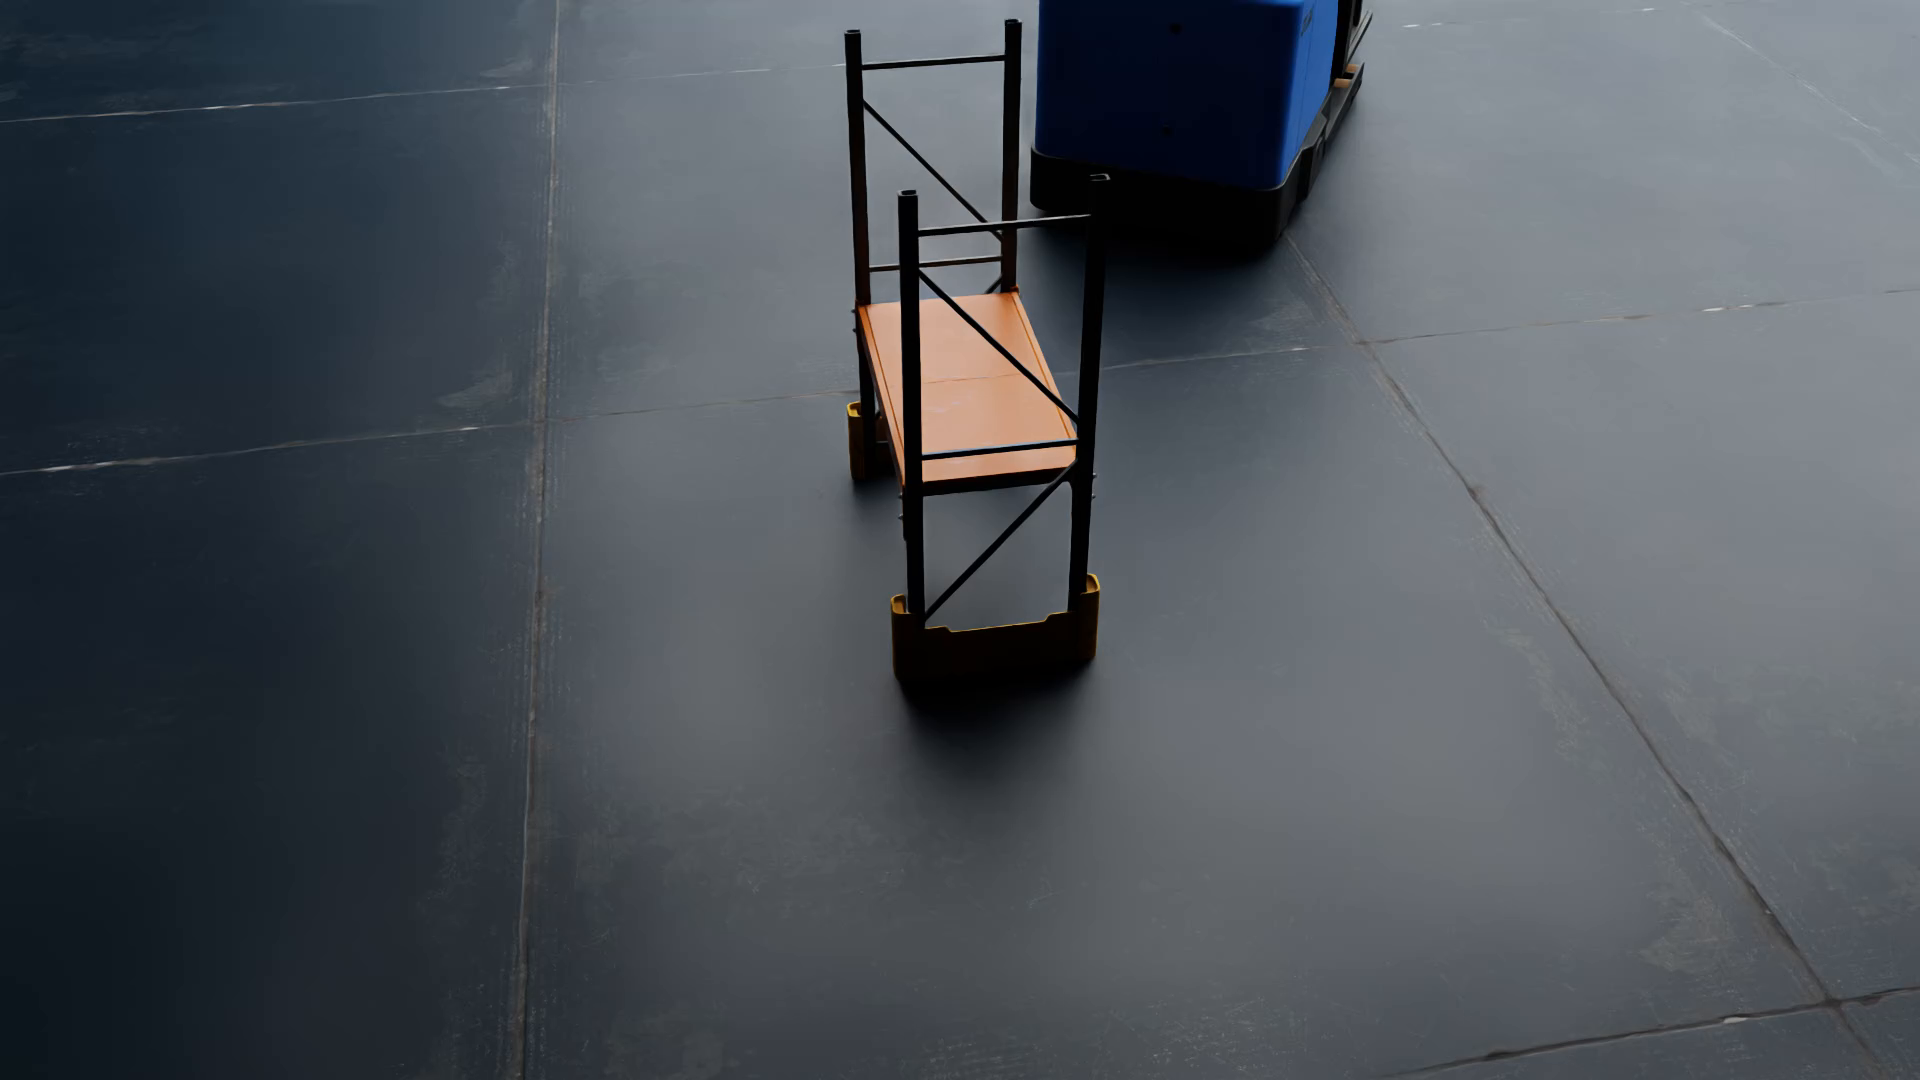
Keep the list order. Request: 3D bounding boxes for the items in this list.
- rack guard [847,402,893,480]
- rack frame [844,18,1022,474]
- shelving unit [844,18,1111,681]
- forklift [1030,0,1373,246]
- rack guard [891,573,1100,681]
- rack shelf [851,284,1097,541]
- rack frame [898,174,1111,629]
[{"bbox_3d":[-0.074,-0.353,5.501,0.587,0.250,0.087,-6,38,-8],"label":"rack guard"},{"bbox_3d":[-0.074,-0.848,5.119,0.500,1.500,0.032,-6,38,-8],"label":"rack frame"},{"bbox_3d":[0.013,-0.546,4.731,0.587,1.500,1.083,-6,38,-8],"label":"shelving unit"},{"bbox_3d":[1.290,-3.239,7.031,1.130,2.935,3.031,13,40,16],"label":"forklift"},{"bbox_3d":[0.101,0.248,4.727,0.587,0.250,0.087,-6,38,-8],"label":"rack guard"},{"bbox_3d":[0.015,-0.399,4.834,0.538,0.185,1.000,-6,38,-8],"label":"rack shelf"},{"bbox_3d":[0.104,-0.234,4.328,0.500,1.500,0.032,-6,38,-8],"label":"rack frame"}]
